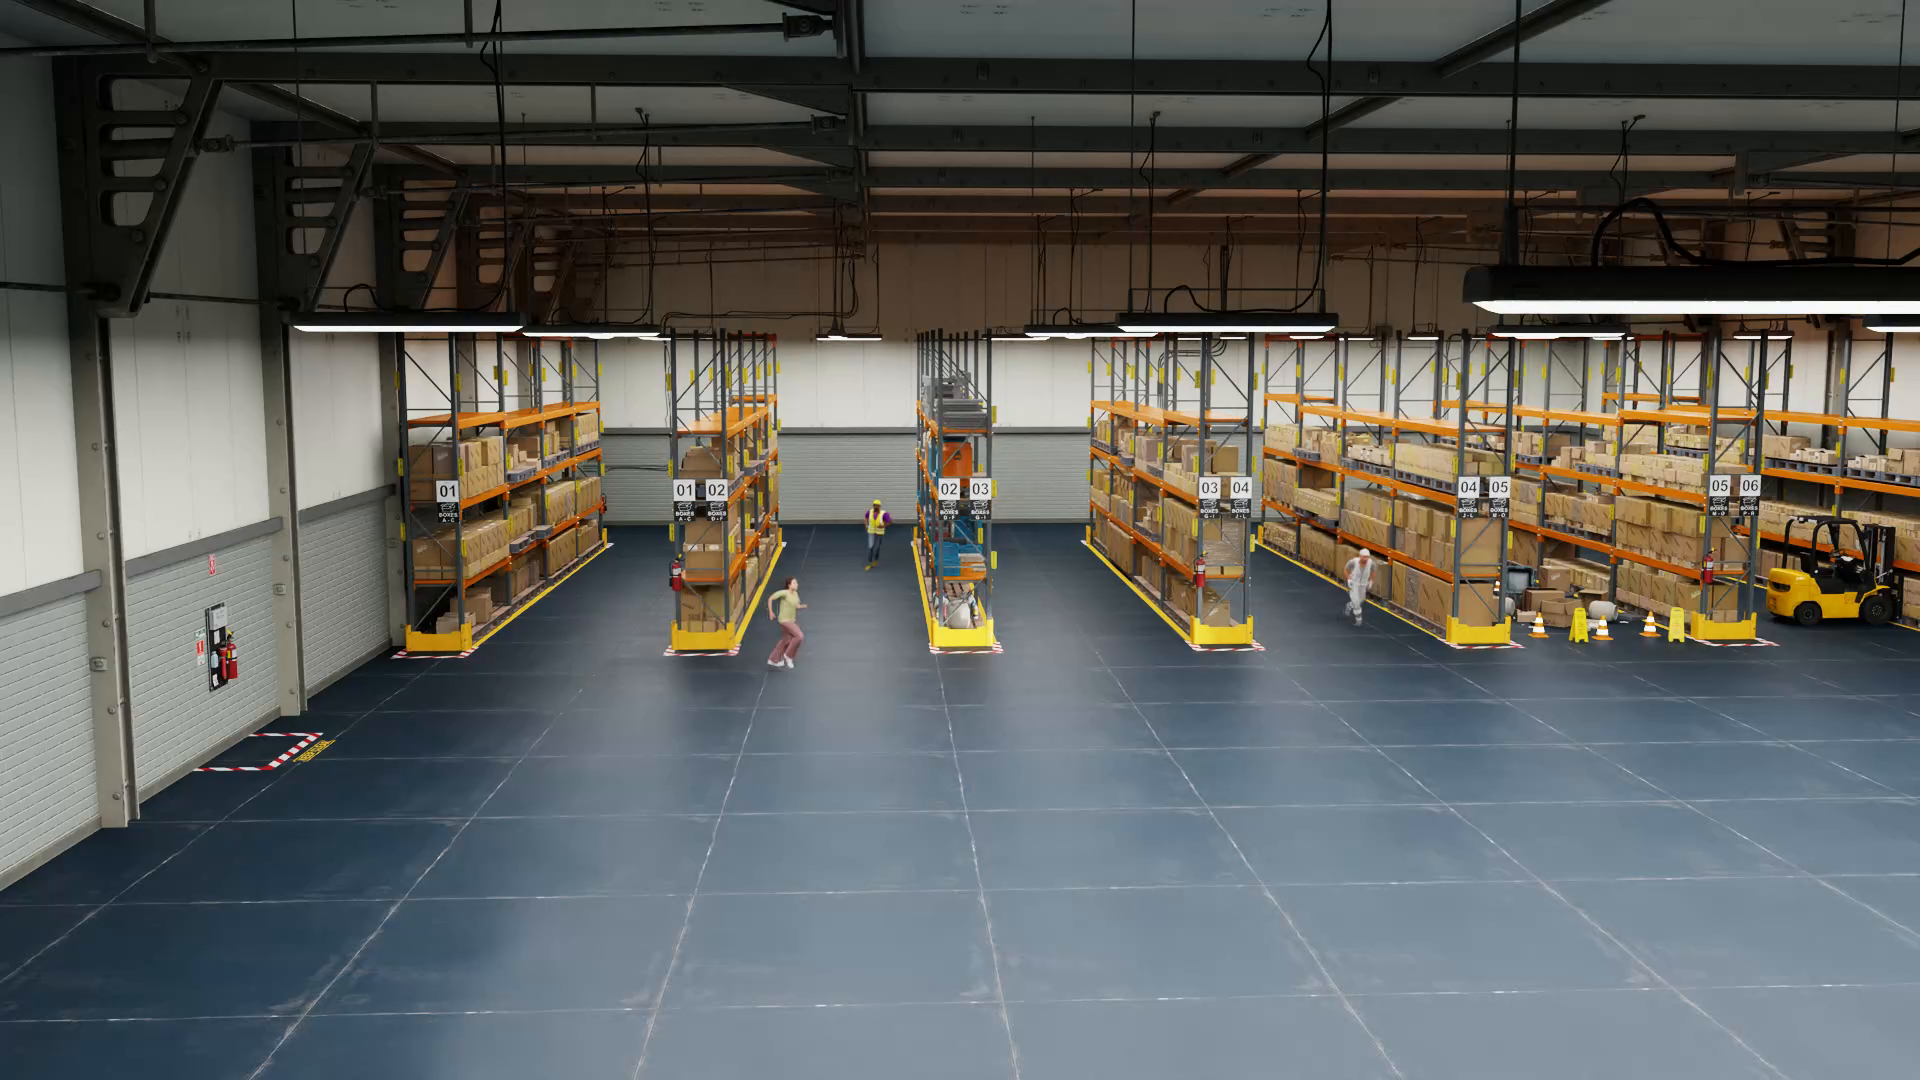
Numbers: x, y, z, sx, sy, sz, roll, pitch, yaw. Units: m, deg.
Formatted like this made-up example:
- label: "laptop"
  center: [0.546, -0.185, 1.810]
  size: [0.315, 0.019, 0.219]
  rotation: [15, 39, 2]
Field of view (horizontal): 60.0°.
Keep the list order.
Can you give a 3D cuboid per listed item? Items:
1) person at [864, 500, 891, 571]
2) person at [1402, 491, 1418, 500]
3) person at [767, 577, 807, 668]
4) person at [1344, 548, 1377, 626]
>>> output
- label: "person"
  center: [-2.088, -0.137, 42.335]
  size: [0.695, 1.810, 0.791]
  rotation: [0, 7, 3]
- label: "person"
  center: [13.252, -0.925, 49.384]
  size: [0.687, 1.689, 0.629]
  rotation: [0, 7, 3]
- label: "person"
  center: [-3.043, 1.448, 29.243]
  size: [0.764, 1.625, 0.608]
  rotation: [3, 7, 24]
- label: "person"
  center: [8.167, 0.930, 34.098]
  size: [0.663, 1.618, 1.091]
  rotation: [0, 7, -3]
